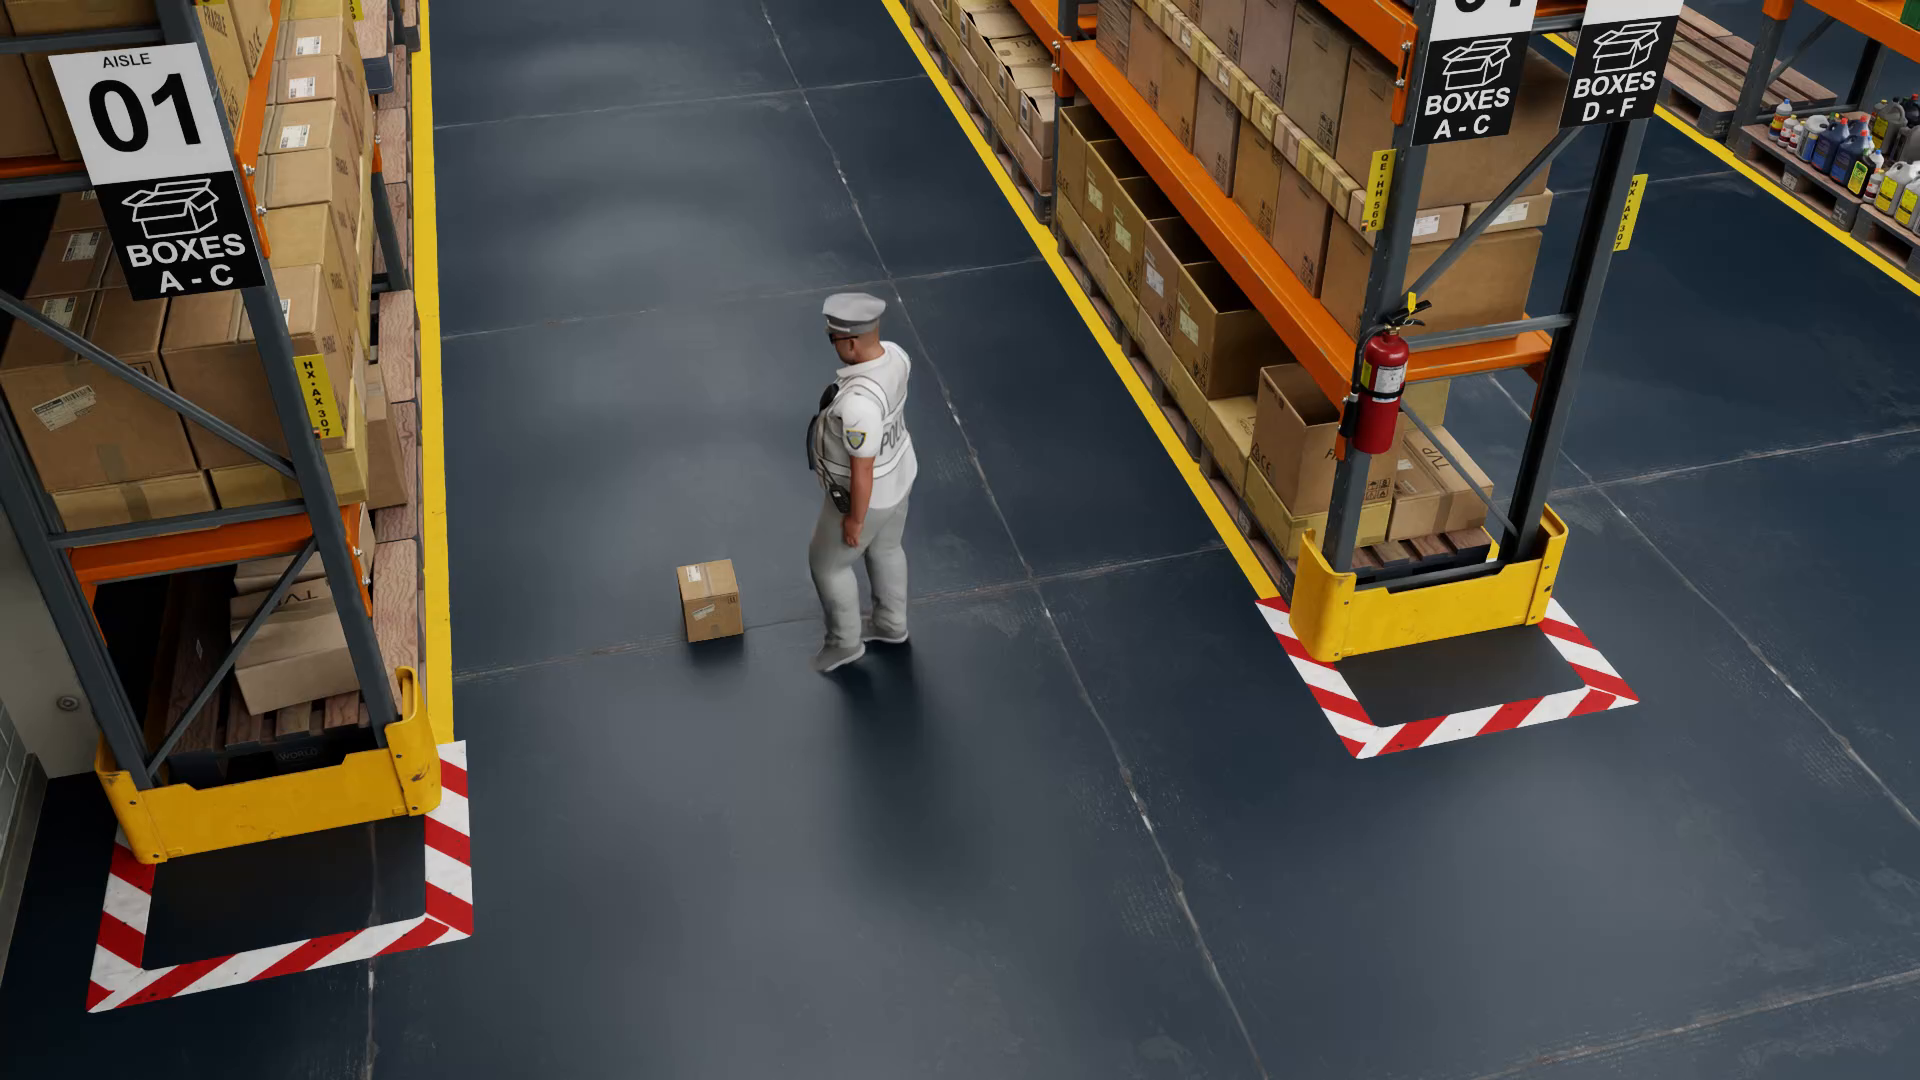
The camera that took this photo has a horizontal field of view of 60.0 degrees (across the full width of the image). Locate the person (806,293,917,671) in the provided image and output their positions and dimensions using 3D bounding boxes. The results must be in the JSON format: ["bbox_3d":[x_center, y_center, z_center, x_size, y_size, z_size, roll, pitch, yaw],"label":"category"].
[{"bbox_3d":[-0.425,-0.212,7.033,0.465,1.824,0.556,12,40,15],"label":"person"}]
